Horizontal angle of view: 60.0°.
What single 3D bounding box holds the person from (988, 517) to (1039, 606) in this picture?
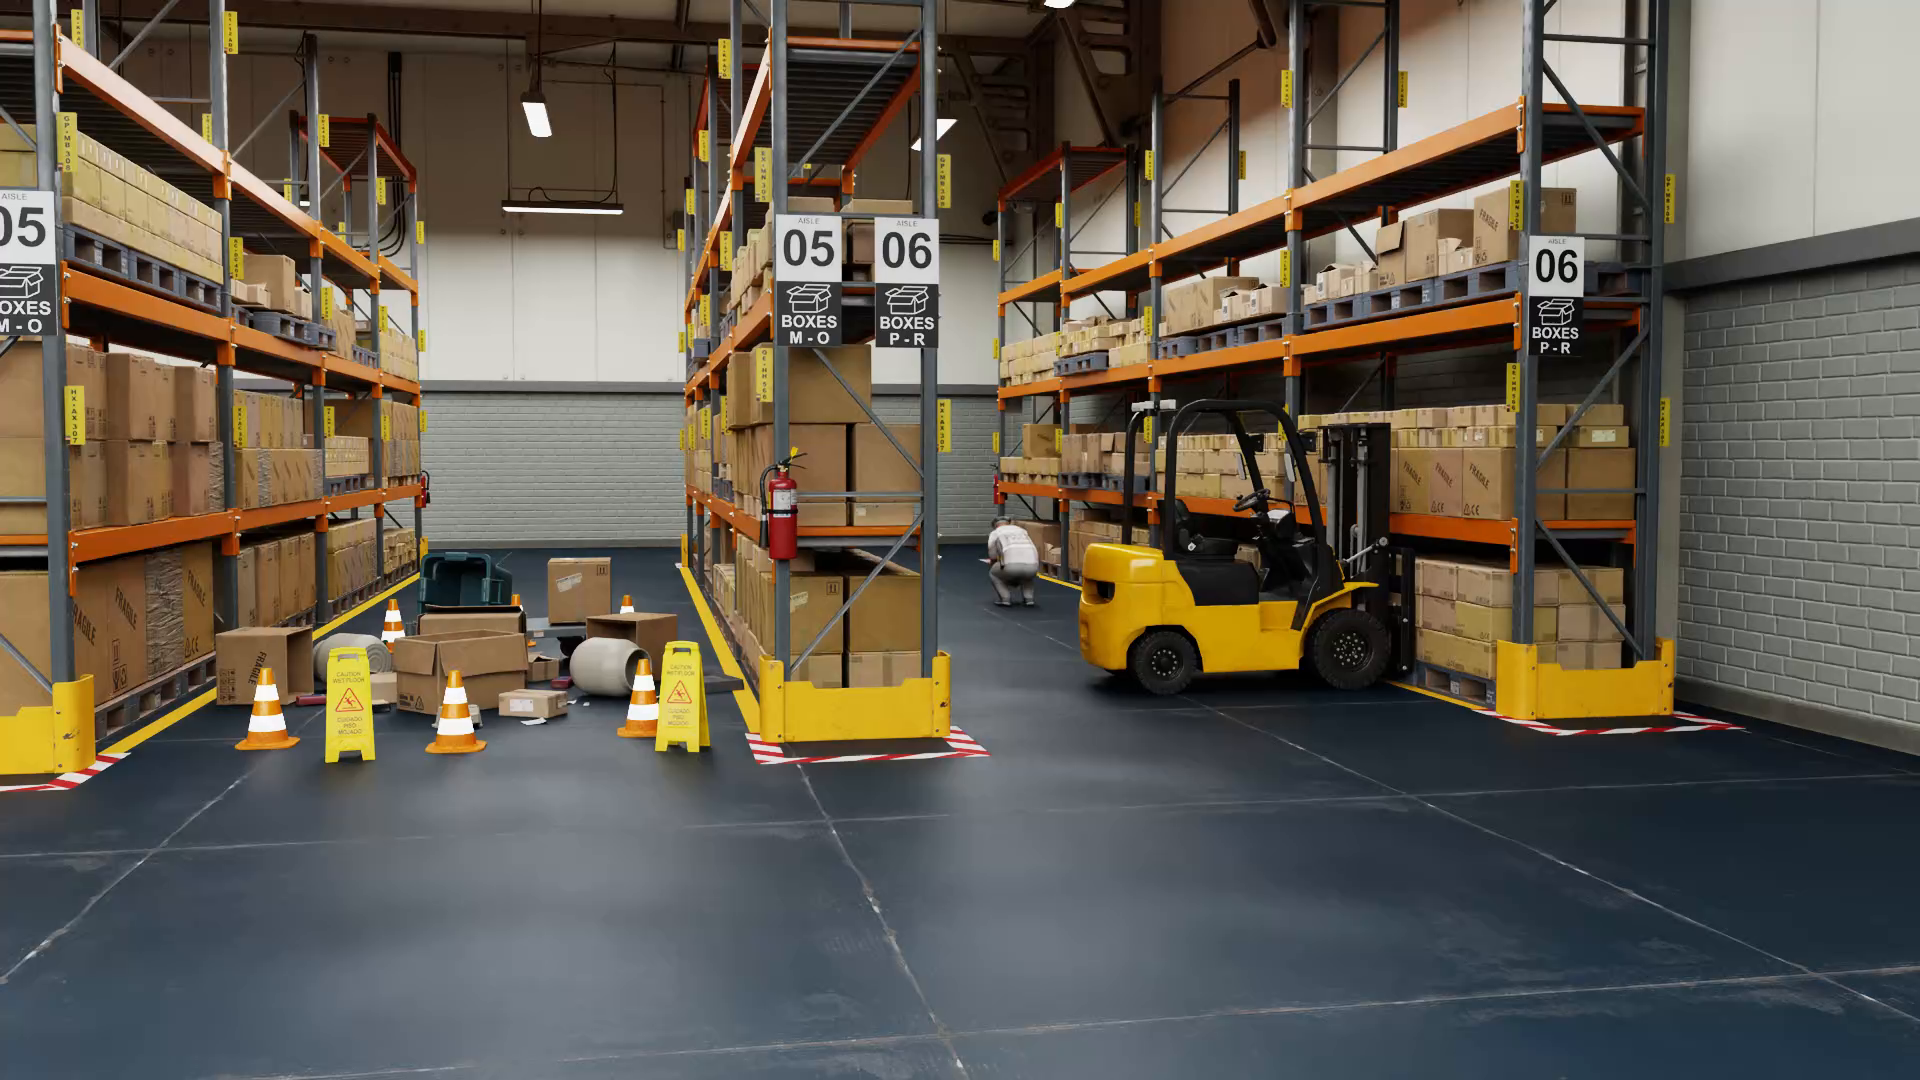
[{"bbox_3d":[0.612,0.247,19.414,0.533,1.025,0.919,-1,3,-13],"label":"person"}]
